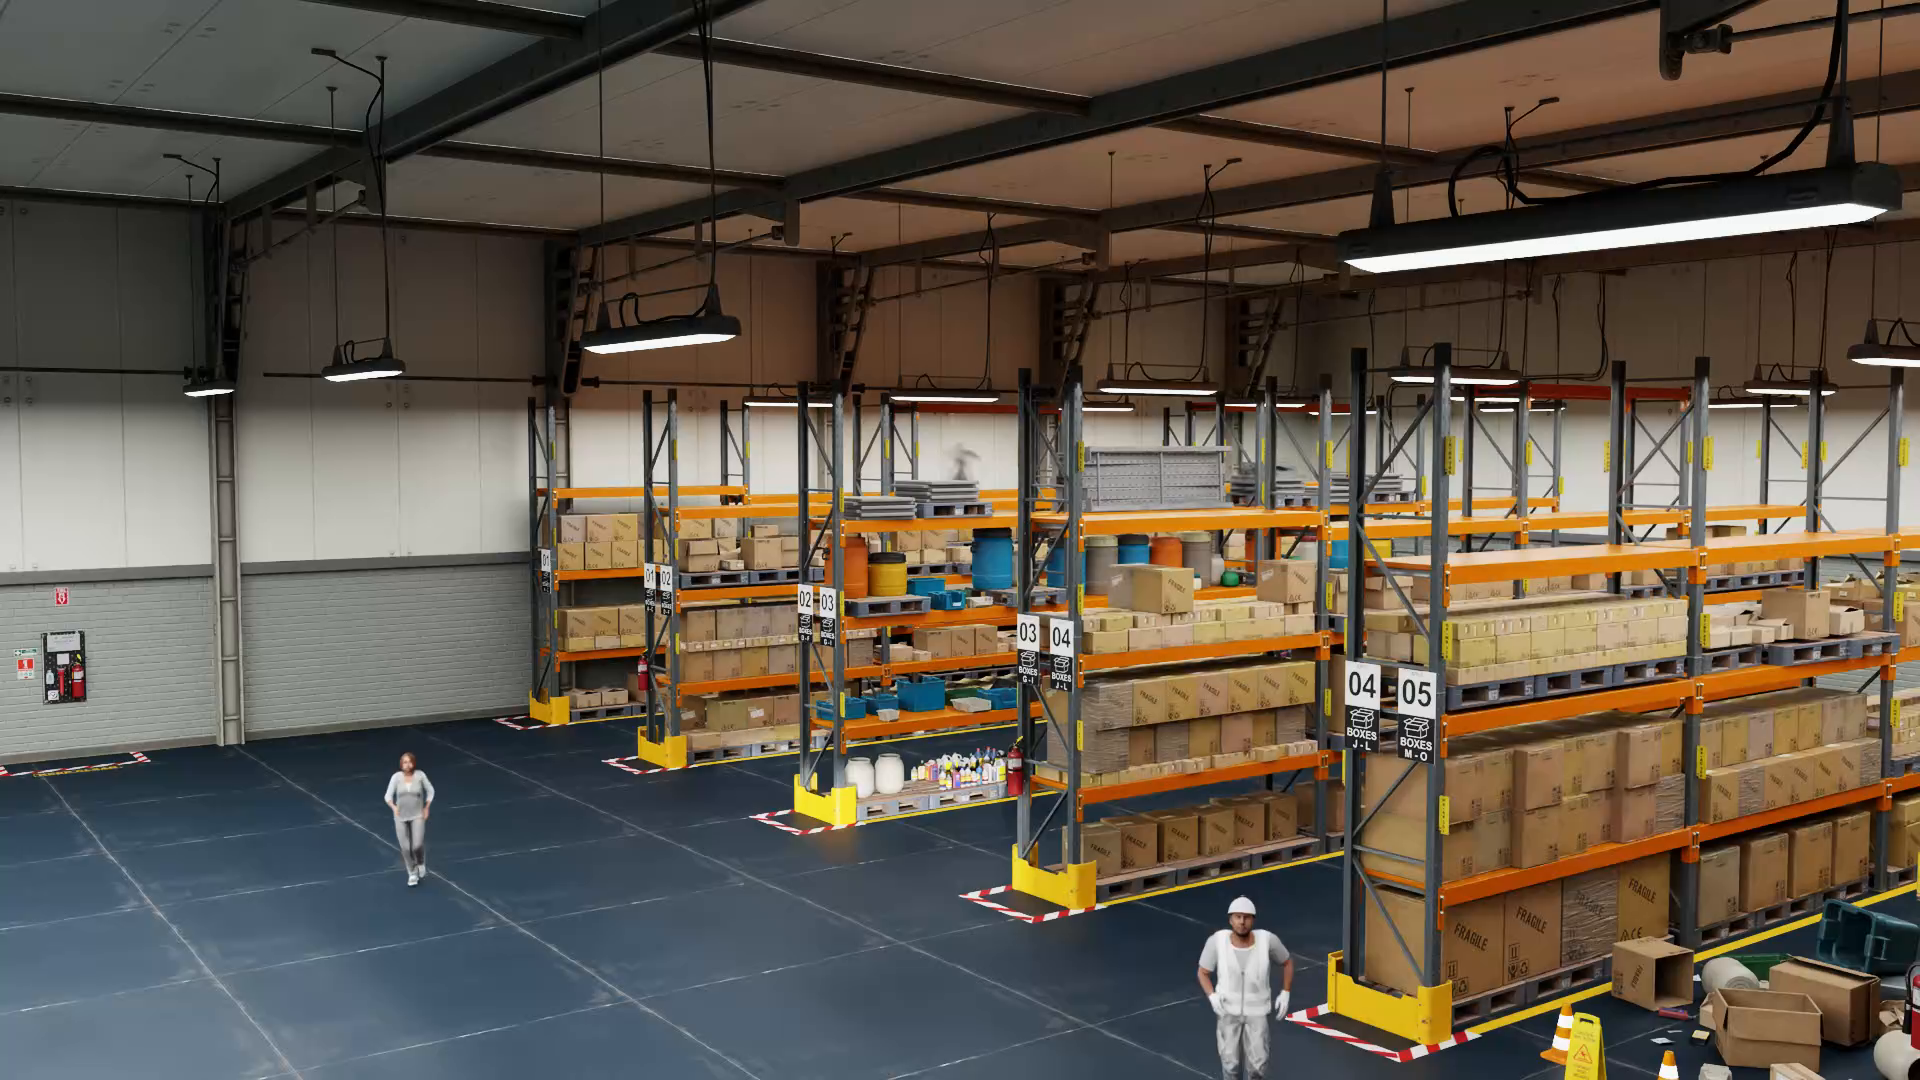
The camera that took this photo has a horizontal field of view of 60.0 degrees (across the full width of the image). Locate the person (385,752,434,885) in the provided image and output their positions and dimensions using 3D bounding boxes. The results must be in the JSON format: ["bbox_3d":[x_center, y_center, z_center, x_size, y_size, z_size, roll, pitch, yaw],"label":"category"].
[{"bbox_3d":[-6.382,3.239,19.262,0.540,1.561,0.520,-1,3,-13],"label":"person"}]

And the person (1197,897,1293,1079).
[{"bbox_3d":[2.148,3.551,12.540,0.719,1.735,0.613,1,3,9],"label":"person"}]
